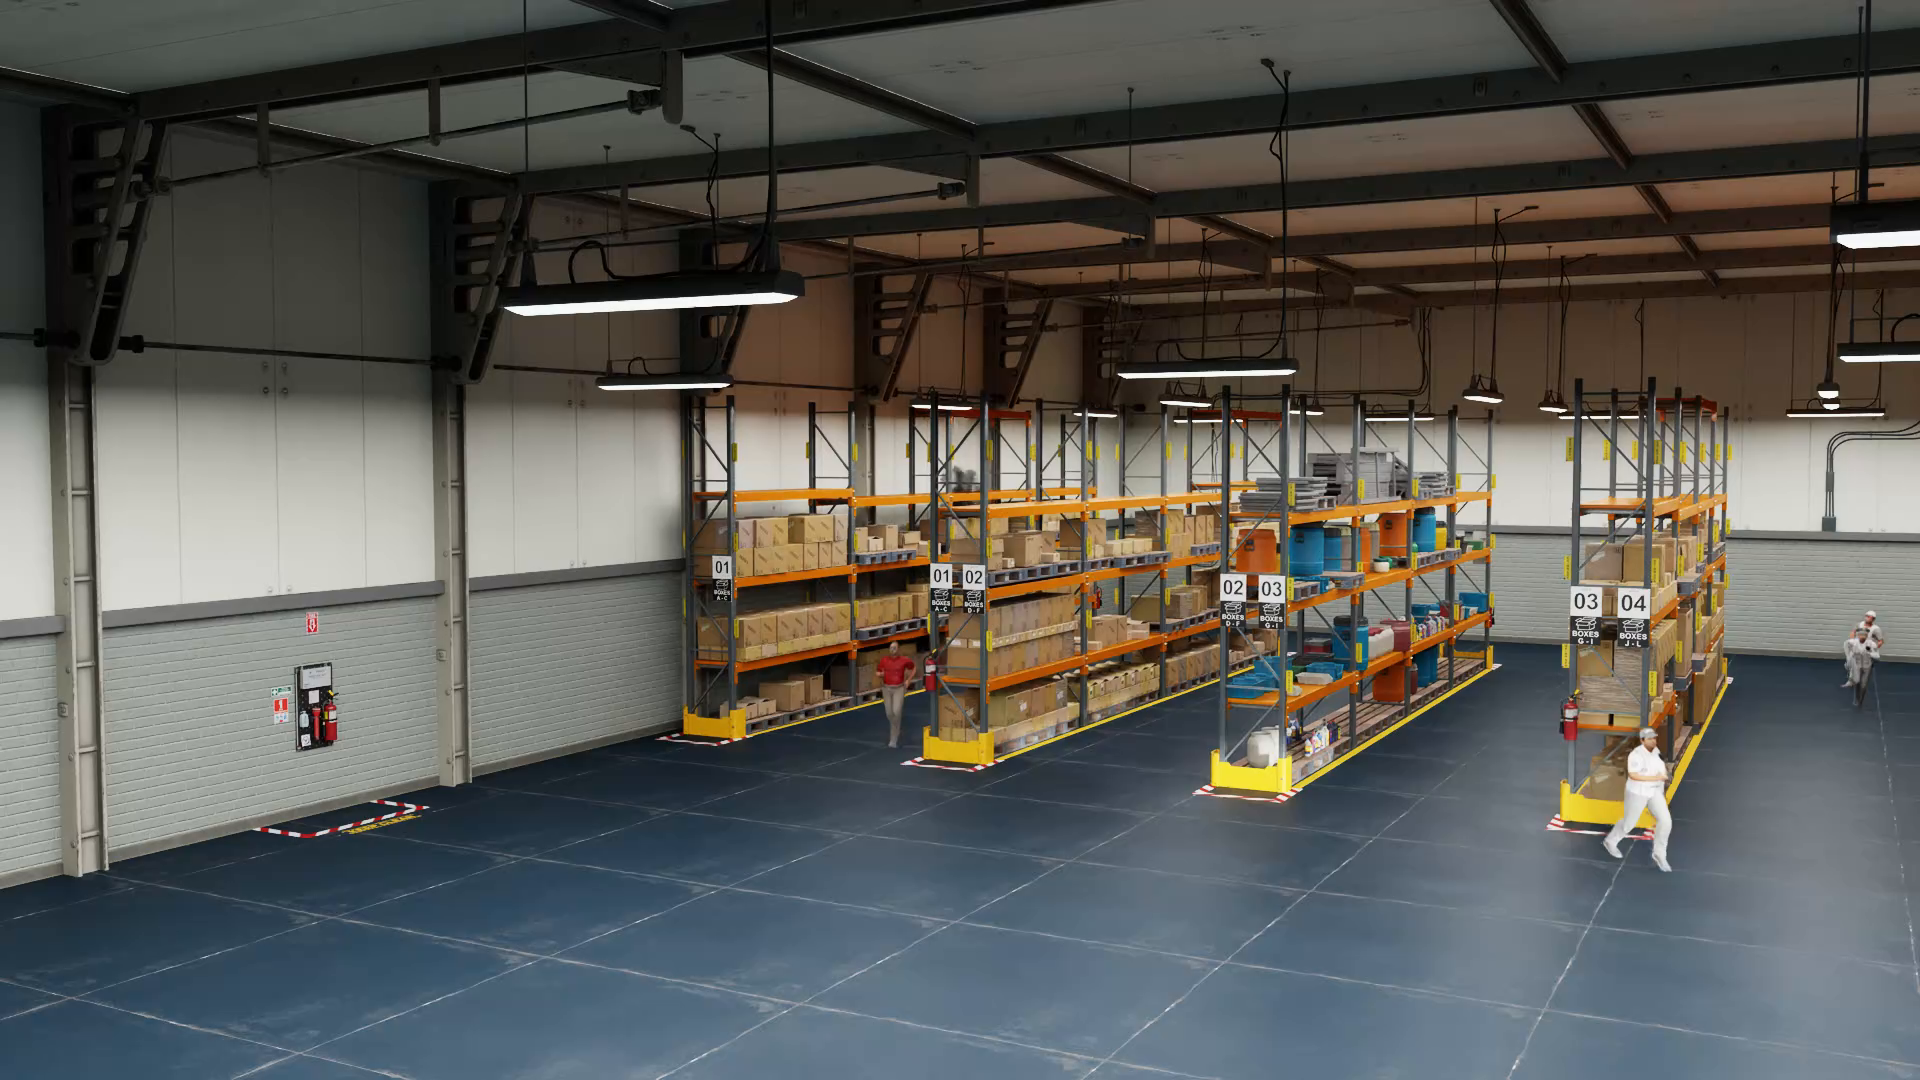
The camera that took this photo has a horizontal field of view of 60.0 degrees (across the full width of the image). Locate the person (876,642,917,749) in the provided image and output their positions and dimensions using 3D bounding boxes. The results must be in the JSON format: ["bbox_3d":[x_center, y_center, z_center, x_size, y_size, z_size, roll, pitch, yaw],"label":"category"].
[{"bbox_3d":[-1.130,2.624,28.490,0.654,1.762,0.862,1,3,18],"label":"person"}]

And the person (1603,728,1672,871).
[{"bbox_3d":[8.278,3.117,20.187,0.610,1.716,0.881,-1,3,-22],"label":"person"}]

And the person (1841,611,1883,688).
[{"bbox_3d":[19.049,2.317,35.065,0.681,1.681,0.808,-3,4,-41],"label":"person"}]

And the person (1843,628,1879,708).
[{"bbox_3d":[17.463,2.475,32.244,0.588,1.608,0.837,1,3,24],"label":"person"}]
